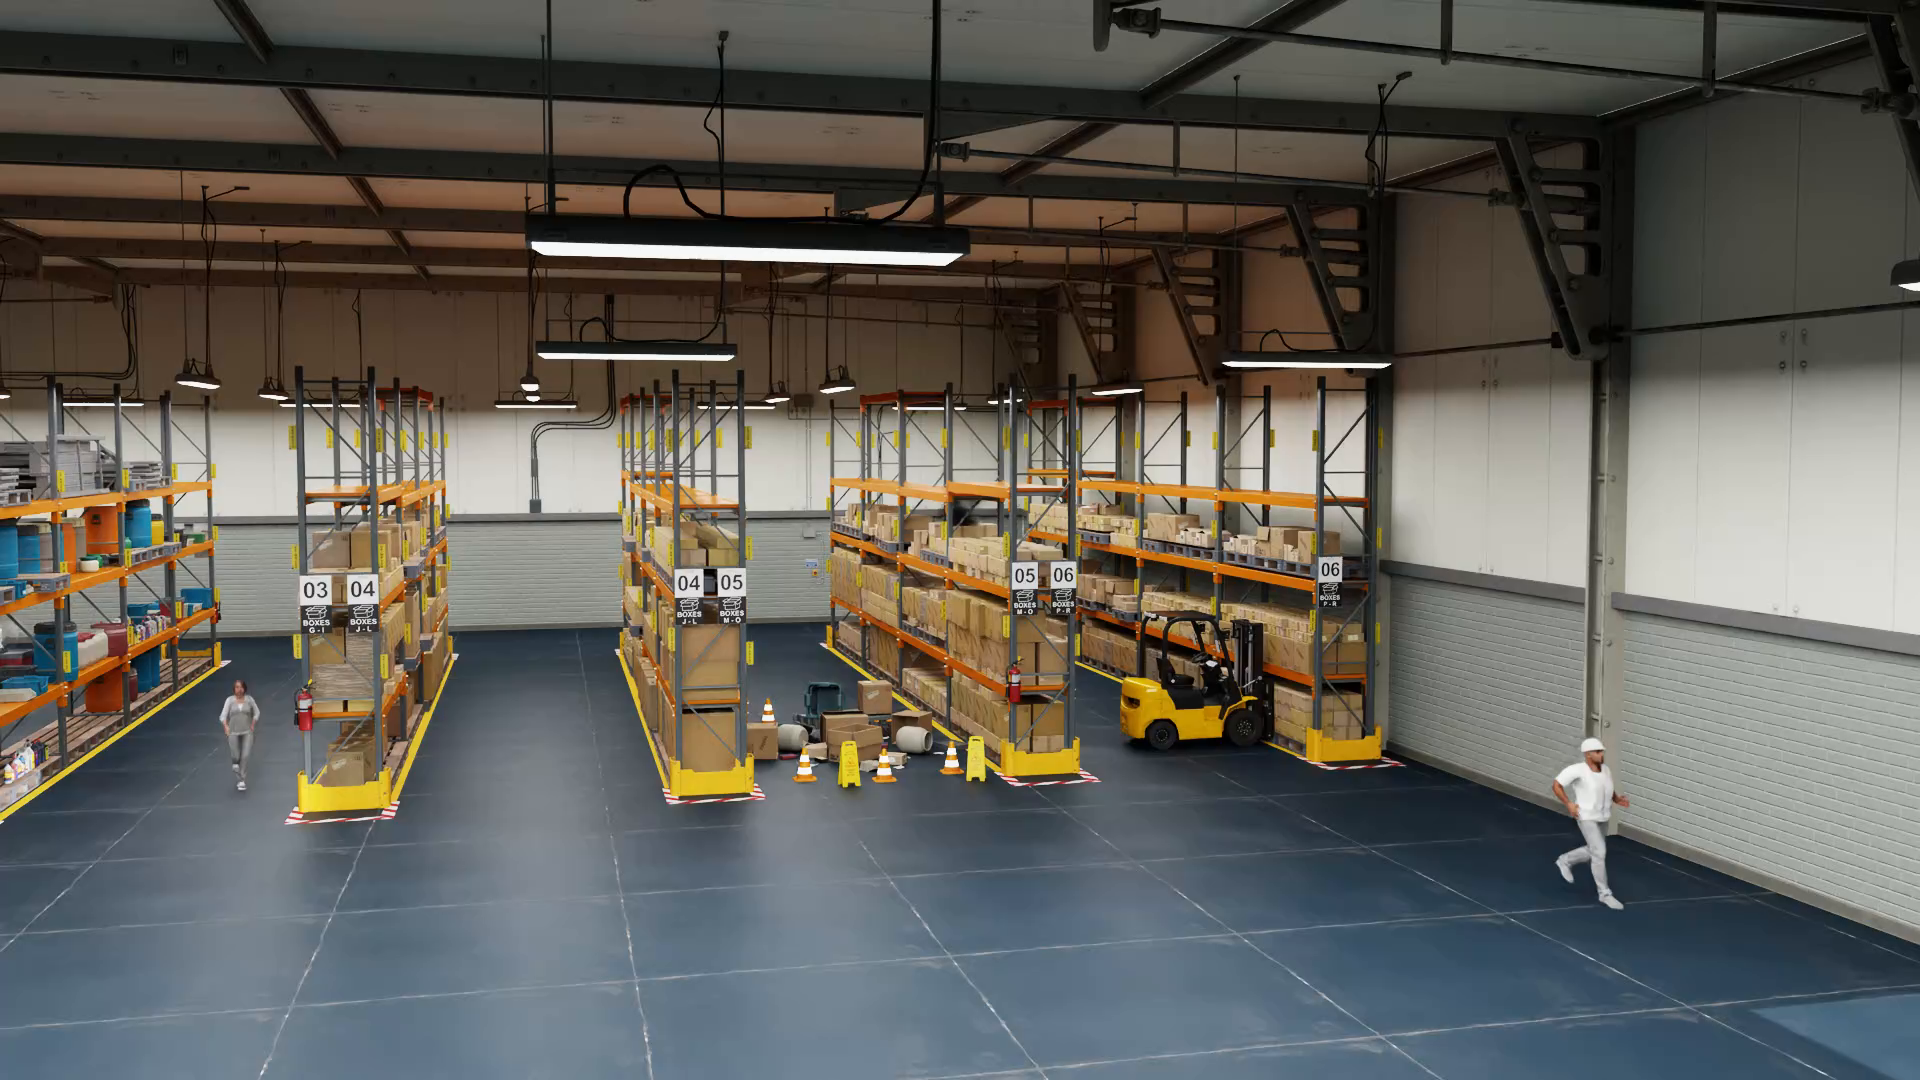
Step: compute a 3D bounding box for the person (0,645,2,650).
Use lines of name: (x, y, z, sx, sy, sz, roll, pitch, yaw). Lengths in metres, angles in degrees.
person: (-18.322, 2.306, 31.154, 0.603, 1.655, 0.546, -1, 4, -22)

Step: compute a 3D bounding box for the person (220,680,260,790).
person: (-10.397, 2.798, 24.037, 0.536, 1.560, 0.613, -2, 4, -27)

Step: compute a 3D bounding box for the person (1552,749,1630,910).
person: (6.866, 3.056, 18.110, 0.700, 1.734, 0.968, -2, 4, -29)
